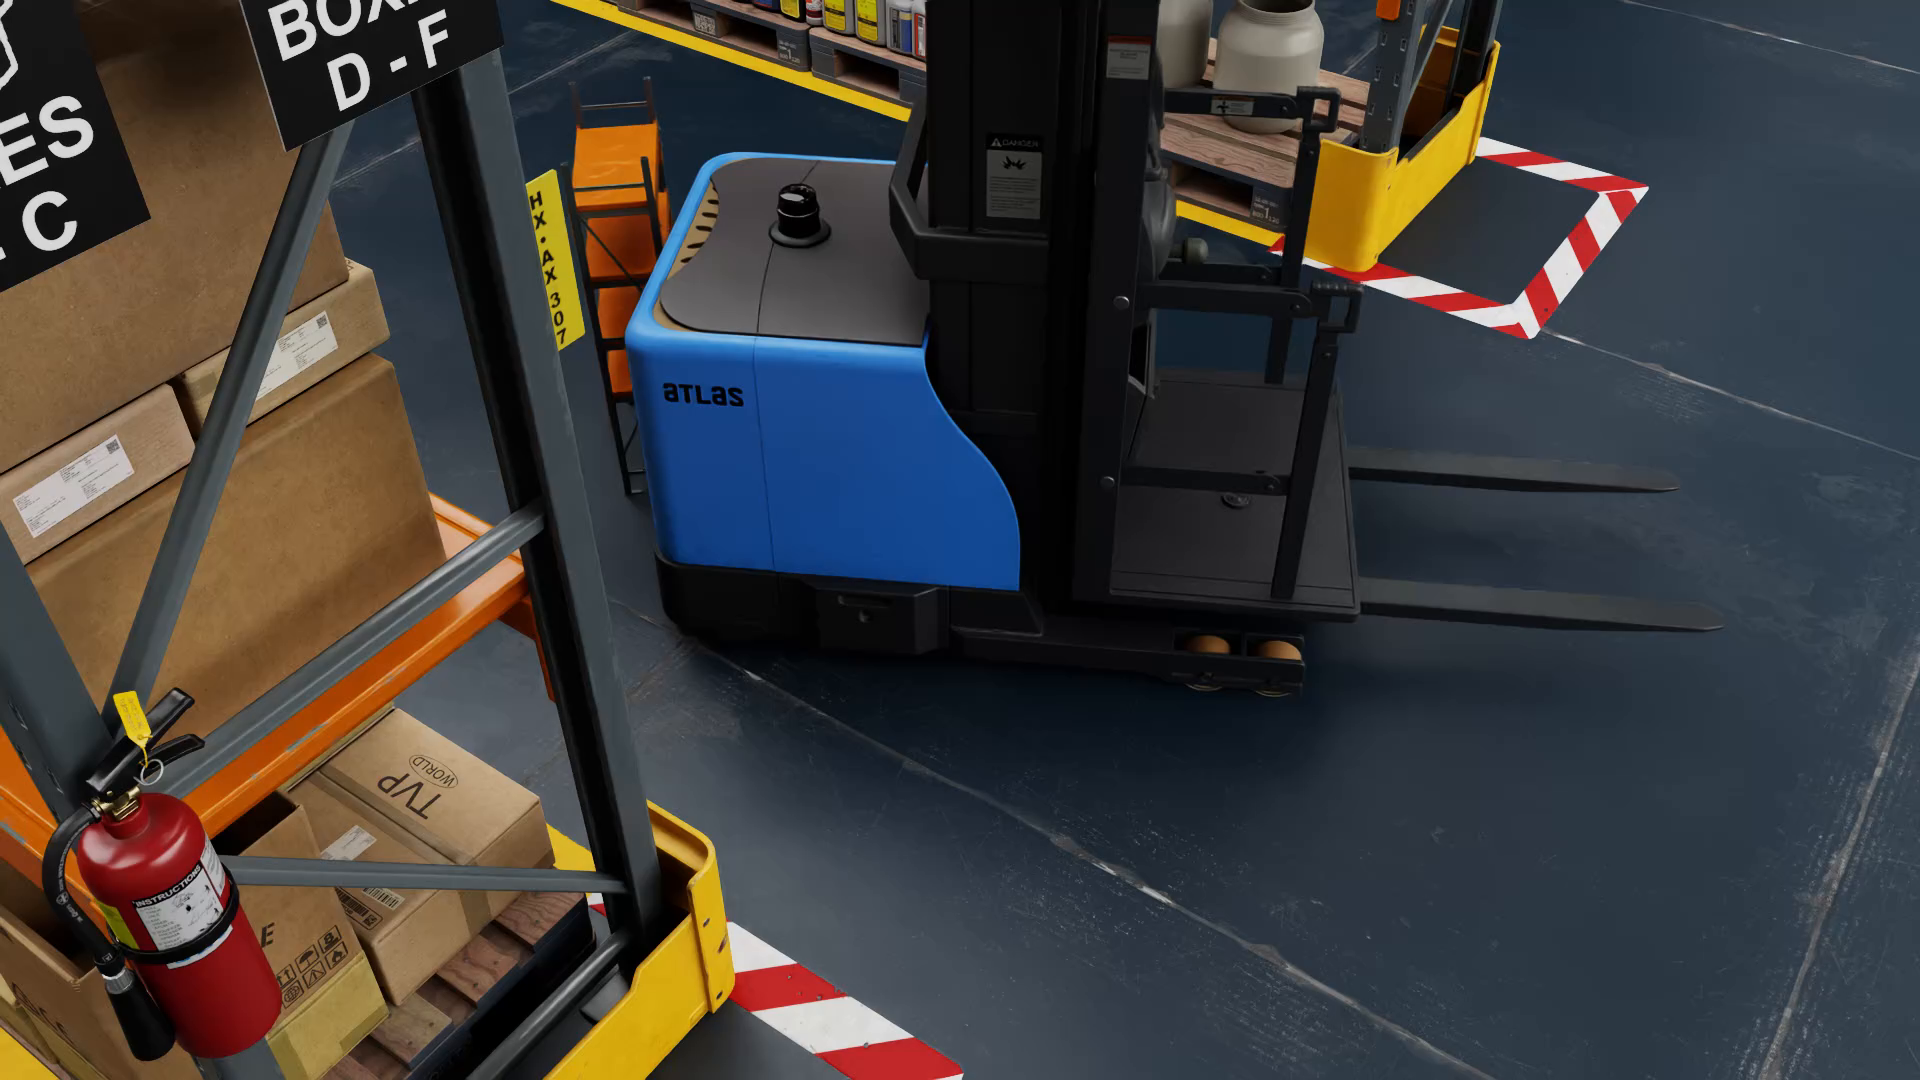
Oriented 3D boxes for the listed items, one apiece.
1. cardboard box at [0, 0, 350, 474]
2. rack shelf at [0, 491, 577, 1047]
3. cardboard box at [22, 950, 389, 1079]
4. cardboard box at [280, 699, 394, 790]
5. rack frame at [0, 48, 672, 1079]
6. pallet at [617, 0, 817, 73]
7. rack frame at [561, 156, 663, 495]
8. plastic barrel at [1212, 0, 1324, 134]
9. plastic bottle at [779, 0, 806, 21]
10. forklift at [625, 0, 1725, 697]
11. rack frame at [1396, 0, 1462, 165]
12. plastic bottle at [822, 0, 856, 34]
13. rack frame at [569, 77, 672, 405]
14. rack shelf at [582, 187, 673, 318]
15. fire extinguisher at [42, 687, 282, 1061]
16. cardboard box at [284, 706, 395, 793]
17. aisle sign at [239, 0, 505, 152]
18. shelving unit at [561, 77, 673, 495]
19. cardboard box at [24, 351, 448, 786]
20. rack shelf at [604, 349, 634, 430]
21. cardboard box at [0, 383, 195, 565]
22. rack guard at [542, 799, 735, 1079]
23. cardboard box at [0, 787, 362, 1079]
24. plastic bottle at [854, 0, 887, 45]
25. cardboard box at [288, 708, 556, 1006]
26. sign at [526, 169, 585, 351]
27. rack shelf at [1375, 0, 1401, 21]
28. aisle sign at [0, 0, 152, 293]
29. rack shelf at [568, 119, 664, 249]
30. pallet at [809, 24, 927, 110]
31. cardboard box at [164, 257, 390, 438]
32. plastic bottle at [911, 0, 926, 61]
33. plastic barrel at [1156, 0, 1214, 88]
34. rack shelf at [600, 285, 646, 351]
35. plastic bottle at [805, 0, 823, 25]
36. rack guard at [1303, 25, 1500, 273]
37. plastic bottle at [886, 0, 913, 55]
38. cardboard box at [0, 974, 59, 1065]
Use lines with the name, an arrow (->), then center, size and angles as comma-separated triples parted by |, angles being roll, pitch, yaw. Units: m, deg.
cardboard box -> -1.436, -0.535, 2.550 | 0.500, 0.500, 0.700 | 25, 48, 25
rack shelf -> -2.655, -0.306, 3.881 | 4.000, 0.370, 1.077 | 25, 48, 25
cardboard box -> -1.626, 1.016, 3.612 | 0.500, 0.250, 0.500 | 25, 48, 25
cardboard box -> -1.739, 0.264, 3.891 | 0.500, 0.500, 0.500 | 25, 48, 25
rack frame -> -1.017, 0.192, 2.786 | 0.127, 3.000, 1.000 | 25, 48, 25
pallet -> -0.919, -2.723, 8.135 | 1.213, 0.211, 1.003 | 25, 48, 25
rack frame -> -0.980, -0.609, 5.027 | 0.240, 1.200, 0.015 | -6, 42, -5
plastic barrel -> 1.247, -1.950, 6.731 | 0.421, 0.512, 0.421 | 0, 42, 0
plastic bottle -> -0.757, -2.500, 7.502 | 0.133, 0.283, 0.061 | 27, 48, 27
forklift -> -0.137, -2.758, 5.558 | 5.146, 3.703, 5.263 | 4, 42, 5
rack frame -> 1.832, -2.512, 5.808 | 0.053, 2.616, 0.949 | 25, 48, 25
plastic bottle -> -0.520, -2.448, 7.393 | 0.185, 0.351, 0.144 | 25, 47, 25
rack frame -> -1.041, -0.932, 5.388 | 0.240, 1.200, 0.015 | -6, 42, -5
rack shelf -> -1.013, -0.887, 5.103 | 0.258, 0.148, 0.480 | -6, 42, -5
fire extinguisher -> -1.187, 0.520, 2.478 | 0.183, 0.674, 0.296 | 25, 48, 25
cardboard box -> -1.740, 0.544, 4.139 | 0.500, 0.250, 0.500 | 25, 48, 25
aisle sign -> -0.788, -0.919, 2.078 | 0.004, 0.787, 0.394 | 25, 48, 25
shelving unit -> -1.011, -0.770, 5.208 | 0.258, 1.200, 0.503 | -6, 42, -5
cardboard box -> -1.392, -0.031, 2.960 | 0.500, 0.500, 0.700 | 25, 48, 25
rack shelf -> -1.006, -0.572, 5.385 | 0.258, 0.148, 0.480 | -6, 42, -5
cardboard box -> -1.440, -0.129, 2.583 | 0.250, 0.149, 0.380 | 24, 47, 25
rack guard -> -0.998, 1.133, 3.609 | 0.348, 0.500, 1.175 | 25, 48, 25
cardboard box -> -1.627, 0.738, 3.360 | 0.500, 0.500, 0.500 | 25, 48, 25
plastic bottle -> -0.368, -2.377, 7.314 | 0.185, 0.351, 0.144 | 27, 48, 27
cardboard box -> -1.329, 0.734, 3.928 | 0.500, 0.250, 0.500 | 25, 48, 25
sign -> -0.694, -0.461, 2.807 | 0.005, 0.325, 0.100 | 25, 48, 25
rack shelf -> 0.192, -3.008, 6.902 | 4.000, 0.370, 1.077 | 25, 48, 25
aisle sign -> -1.132, -0.591, 1.712 | 0.004, 0.787, 0.394 | 25, 48, 25
rack shelf -> -1.017, -1.063, 4.945 | 0.258, 0.148, 0.480 | -6, 42, -5
pallet -> 0.084, -2.256, 7.613 | 1.213, 0.211, 1.003 | 25, 48, 25
cardboard box -> -1.215, -0.355, 2.835 | 0.250, 0.149, 0.380 | 25, 47, 25
plastic bottle -> -0.116, -2.235, 7.211 | 0.135, 0.276, 0.152 | 25, 48, 26
plastic barrel -> 0.837, -2.142, 6.945 | 0.421, 0.512, 0.421 | 0, 42, 0
rack shelf -> -1.010, -0.749, 5.226 | 0.221, 0.050, 0.457 | -6, 42, -5
plastic bottle -> -0.650, -2.434, 7.490 | 0.097, 0.201, 0.097 | 0, 42, 0
rack guard -> 1.741, -1.583, 6.644 | 0.348, 0.500, 1.175 | 25, 48, 25
plastic bottle -> -0.230, -2.288, 7.270 | 0.135, 0.276, 0.152 | 24, 47, 24
cardboard box -> -2.042, 0.831, 3.818 | 0.500, 0.250, 0.500 | 25, 48, 25
